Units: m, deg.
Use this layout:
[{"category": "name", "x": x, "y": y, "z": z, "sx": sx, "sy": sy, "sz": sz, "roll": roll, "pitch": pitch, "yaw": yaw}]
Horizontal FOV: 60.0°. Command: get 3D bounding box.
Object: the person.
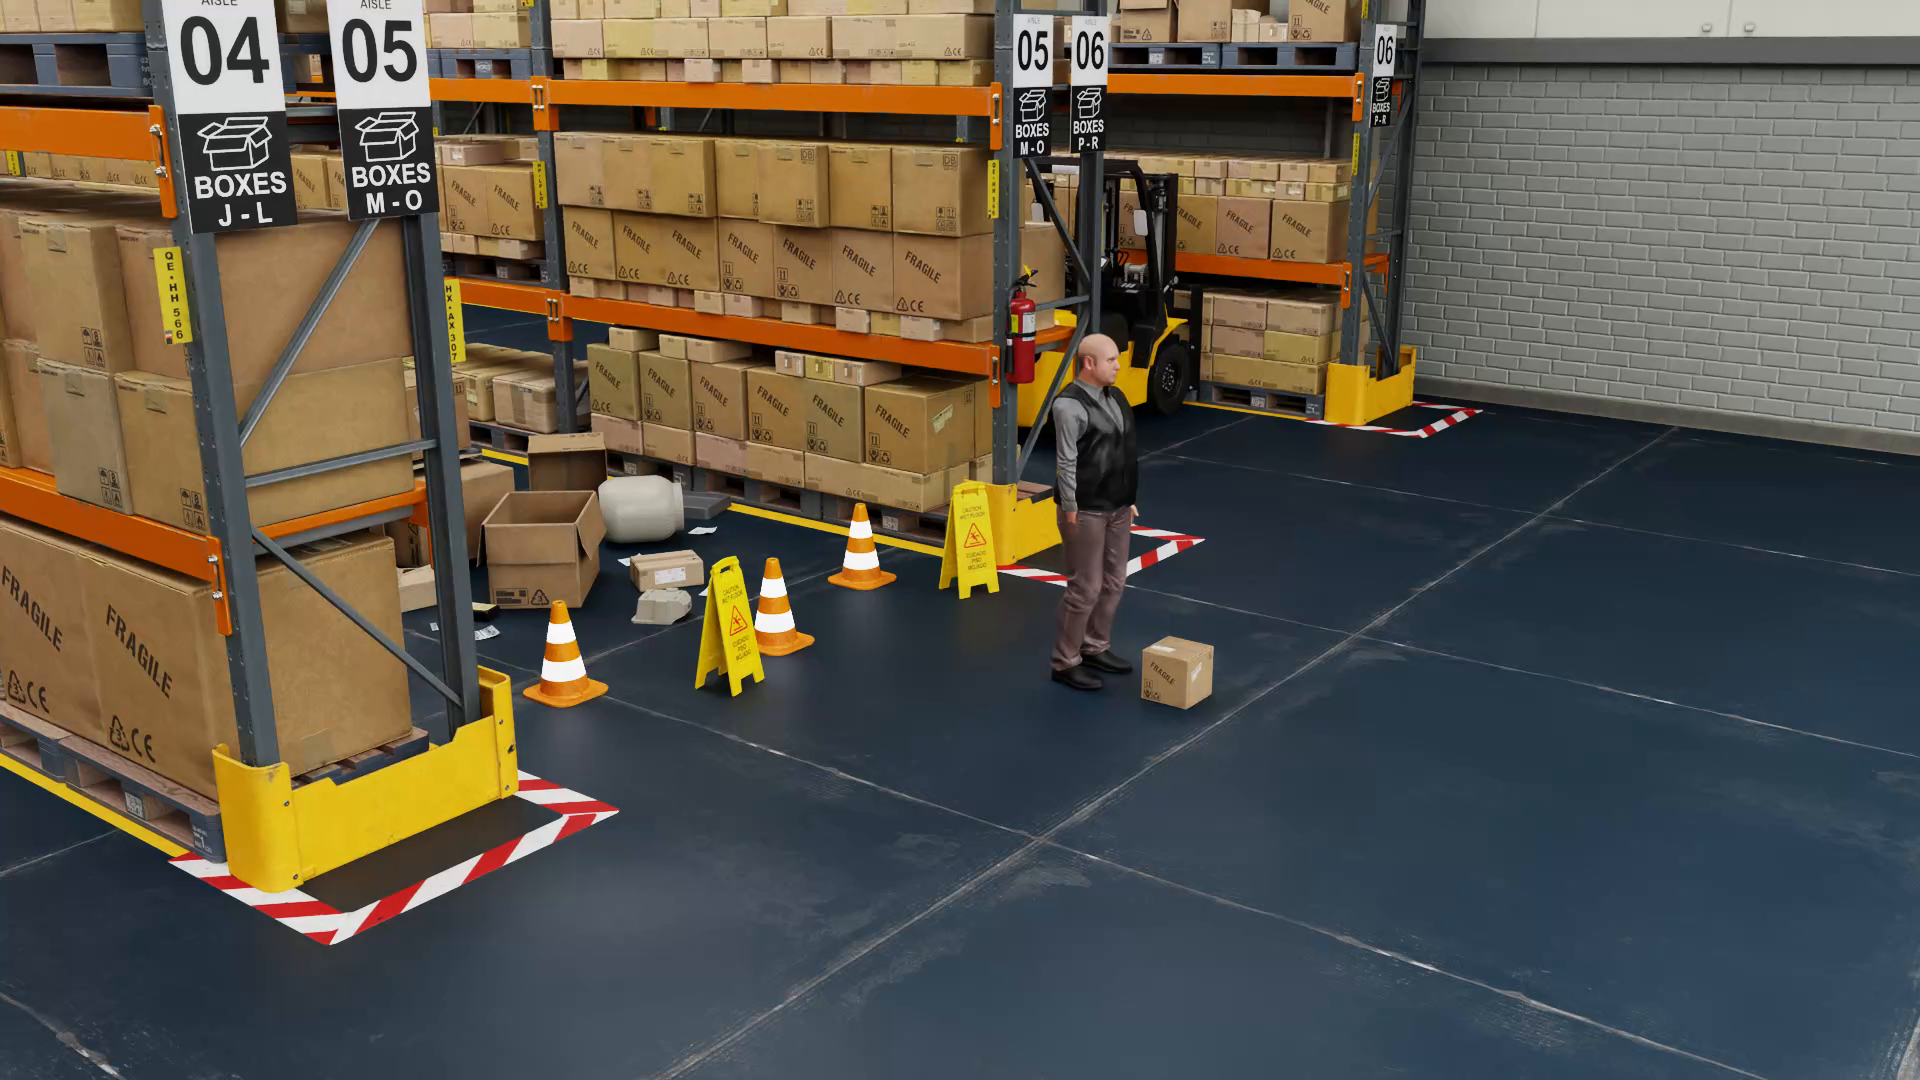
[{"category": "person", "x": 0.668, "y": -0.151, "z": 8.106, "sx": 0.360, "sy": 1.716, "sz": 0.532, "roll": 12, "pitch": 20, "yaw": 36}]
